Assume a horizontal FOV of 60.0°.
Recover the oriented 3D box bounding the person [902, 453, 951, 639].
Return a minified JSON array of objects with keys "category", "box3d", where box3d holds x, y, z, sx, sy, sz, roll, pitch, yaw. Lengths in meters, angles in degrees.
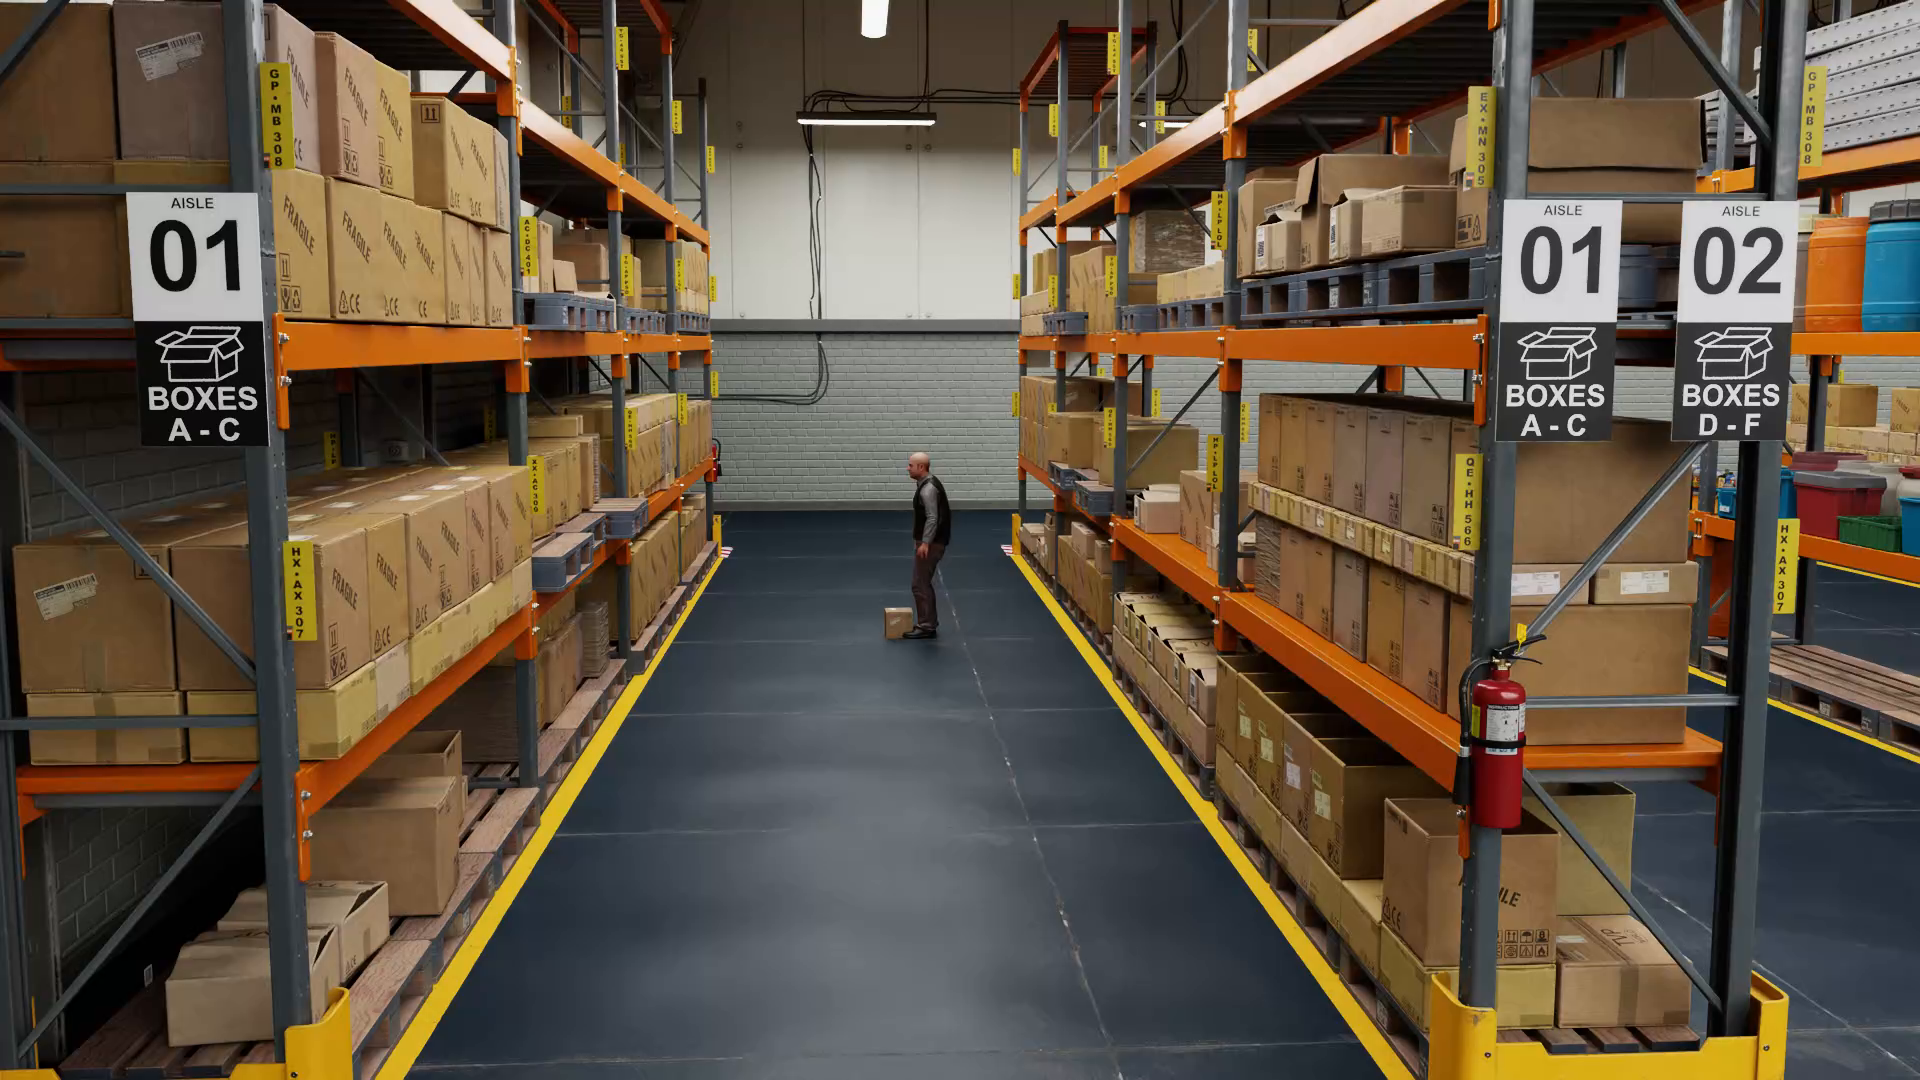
[{"category":"person","box3d":[-0.315,0.042,15.489,0.466,1.720,0.580,0,7,-4]}]
